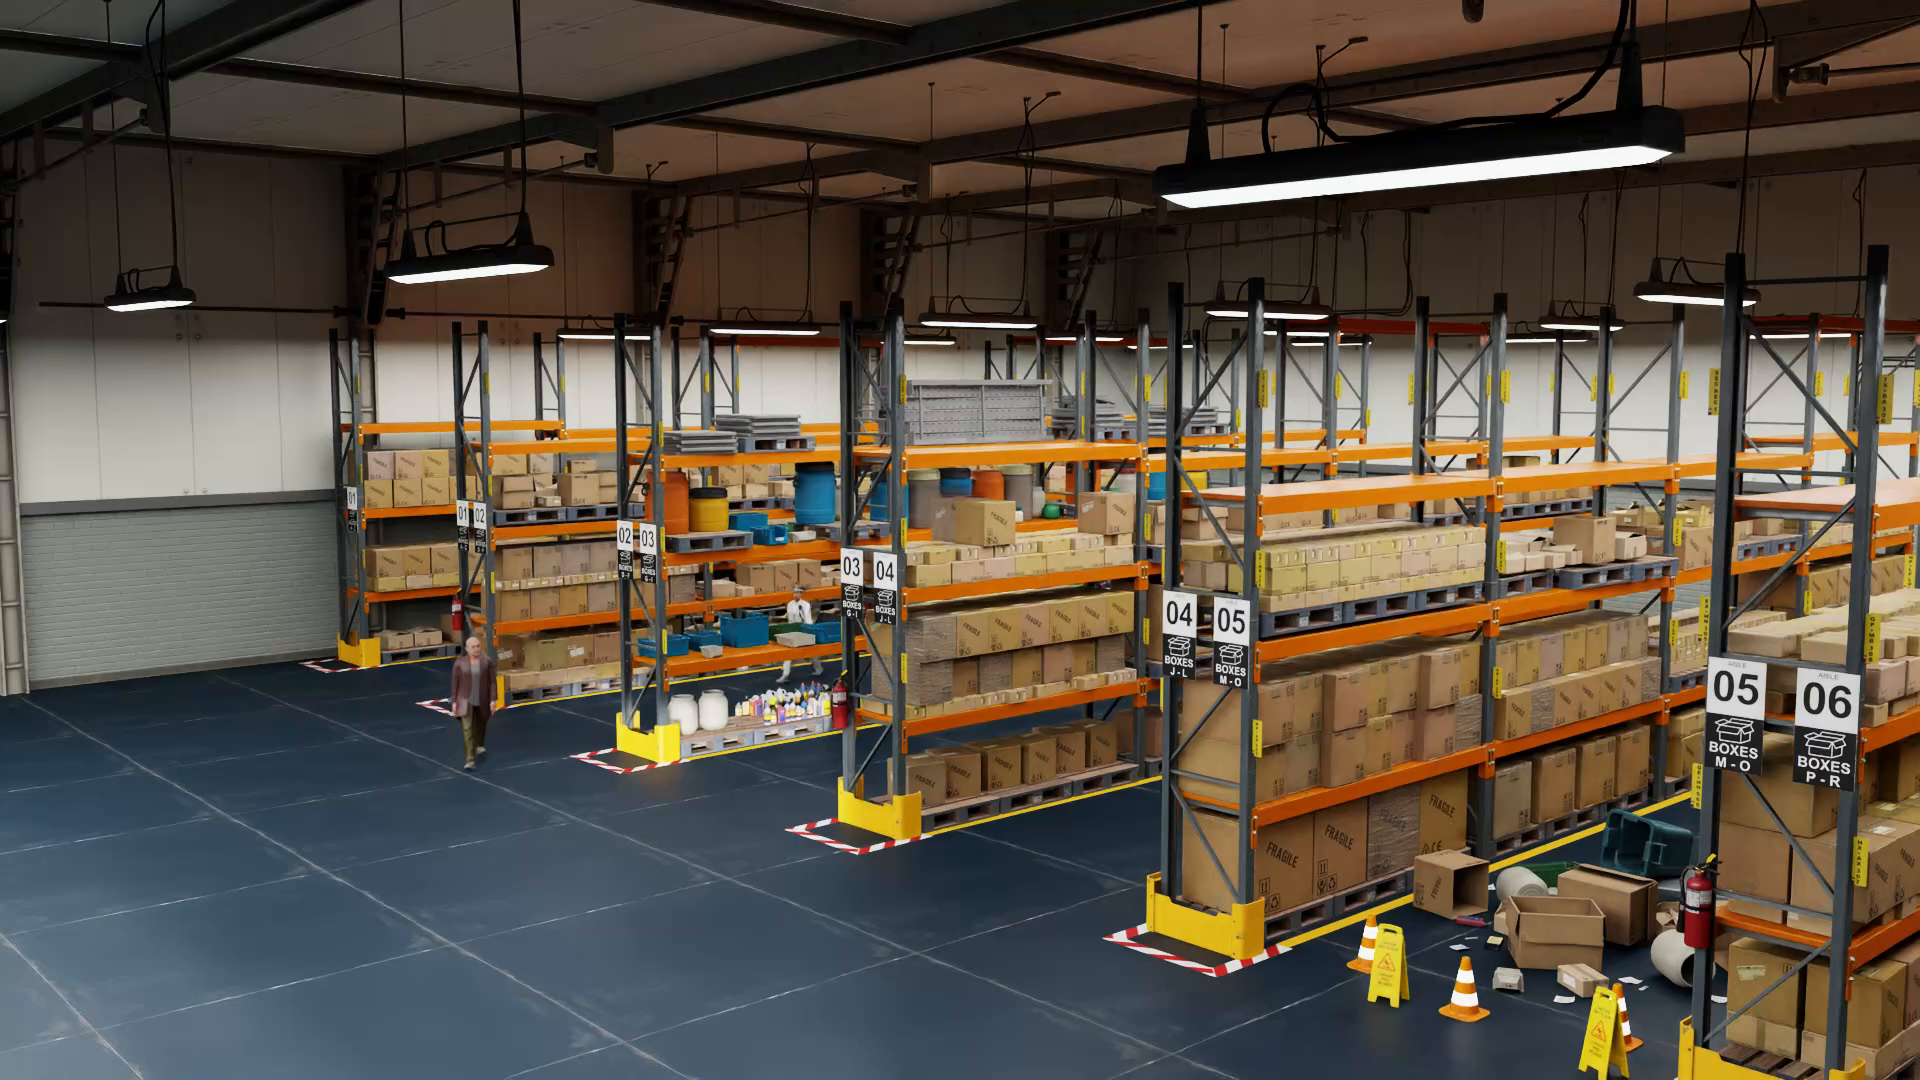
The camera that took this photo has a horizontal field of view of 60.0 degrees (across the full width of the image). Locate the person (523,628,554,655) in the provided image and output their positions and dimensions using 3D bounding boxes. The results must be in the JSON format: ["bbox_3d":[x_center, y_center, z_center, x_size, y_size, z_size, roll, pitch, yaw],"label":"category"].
[{"bbox_3d":[-7.763,1.311,30.686,1.056,1.604,0.502,-6,8,-44],"label":"person"}]

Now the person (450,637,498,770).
[{"bbox_3d":[-6.448,2.134,22.072,0.611,1.717,1.211,-2,6,-22],"label":"person"}]

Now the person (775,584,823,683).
[{"bbox_3d":[-2.707,1.557,28.063,0.569,1.630,1.022,4,7,33],"label":"person"}]
